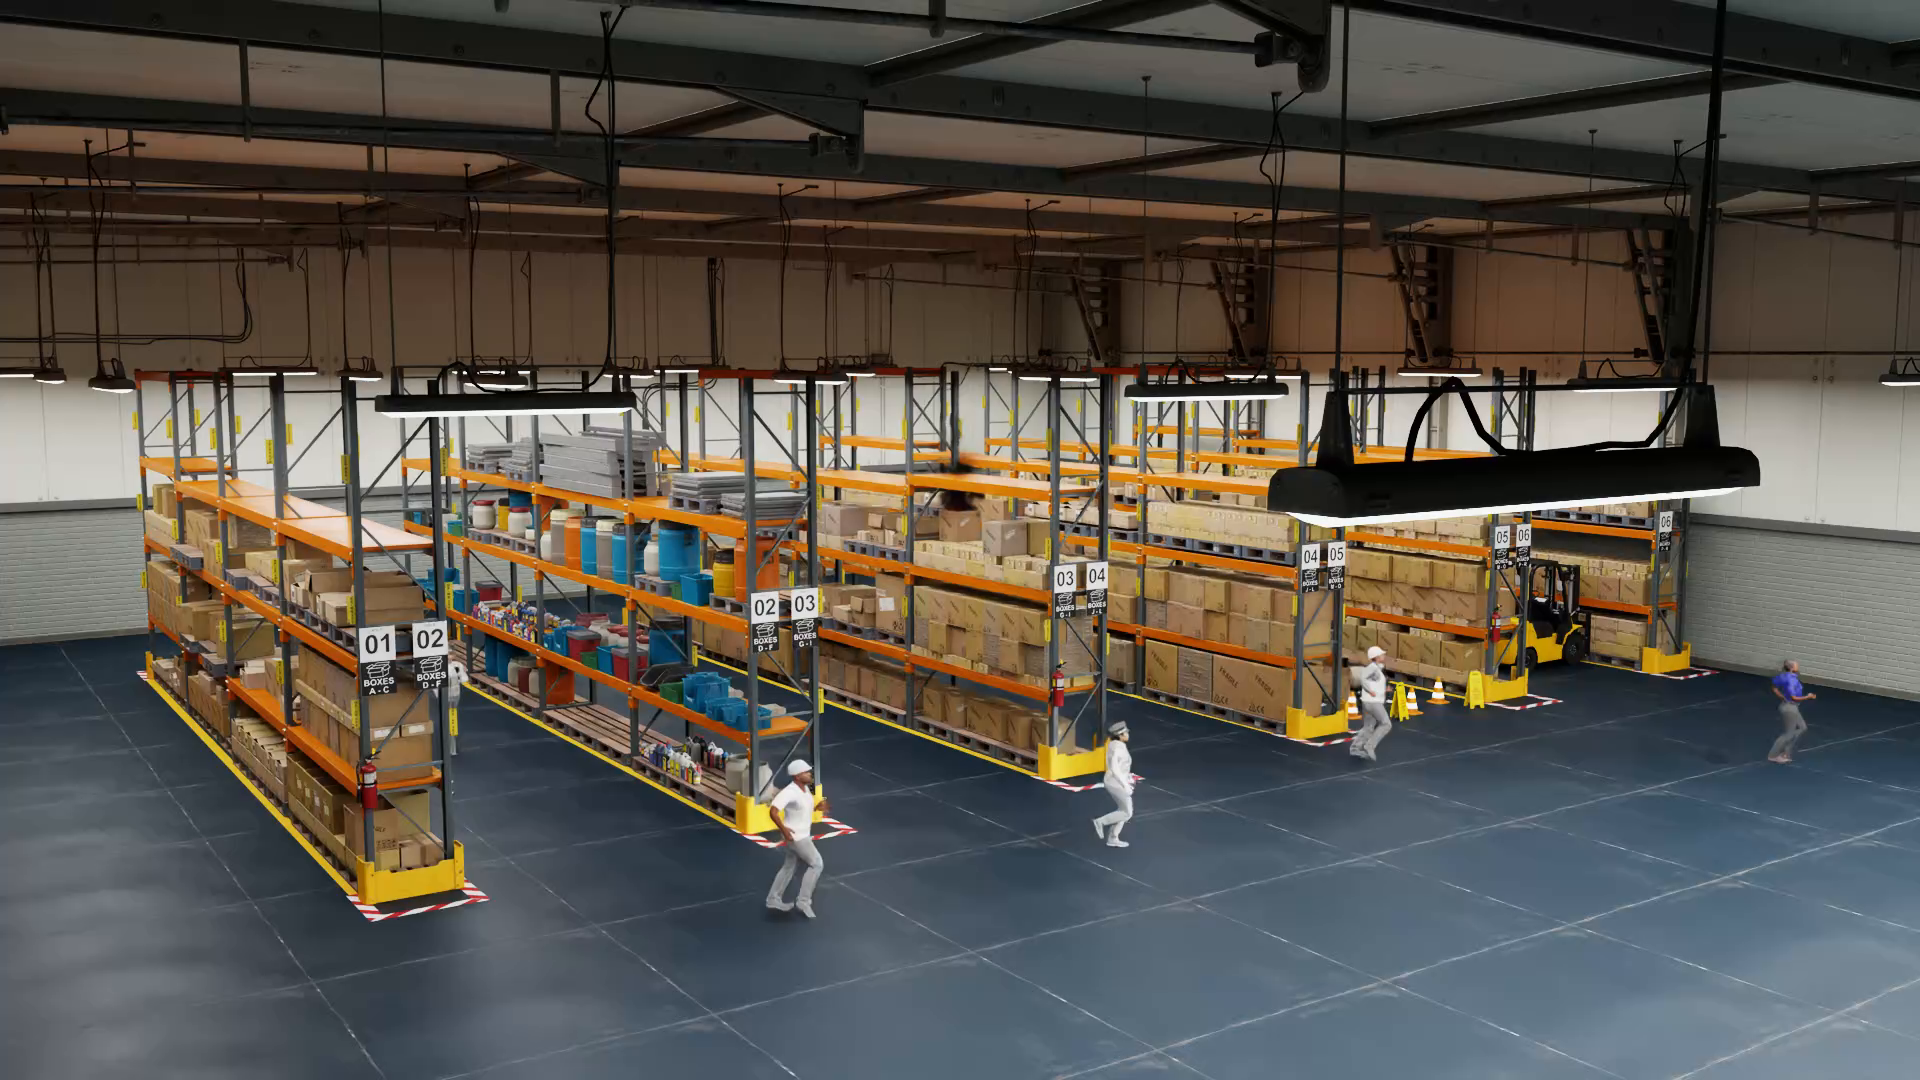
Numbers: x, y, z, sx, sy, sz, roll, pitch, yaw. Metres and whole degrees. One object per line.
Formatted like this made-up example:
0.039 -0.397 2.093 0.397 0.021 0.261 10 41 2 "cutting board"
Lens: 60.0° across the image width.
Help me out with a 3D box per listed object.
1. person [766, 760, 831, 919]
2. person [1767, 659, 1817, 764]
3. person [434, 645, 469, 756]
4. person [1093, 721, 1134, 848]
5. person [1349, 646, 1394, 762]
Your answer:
-1.821 3.365 18.736 0.749 1.825 0.661 0 6 -3 "person"
12.782 2.644 25.542 0.642 1.670 0.556 2 7 16 "person"
-8.105 2.520 26.440 0.584 1.754 0.743 -5 8 -38 "person"
1.970 3.128 21.277 0.584 1.644 0.601 -1 6 -7 "person"
6.436 2.540 26.007 0.664 1.747 0.705 1 7 10 "person"
